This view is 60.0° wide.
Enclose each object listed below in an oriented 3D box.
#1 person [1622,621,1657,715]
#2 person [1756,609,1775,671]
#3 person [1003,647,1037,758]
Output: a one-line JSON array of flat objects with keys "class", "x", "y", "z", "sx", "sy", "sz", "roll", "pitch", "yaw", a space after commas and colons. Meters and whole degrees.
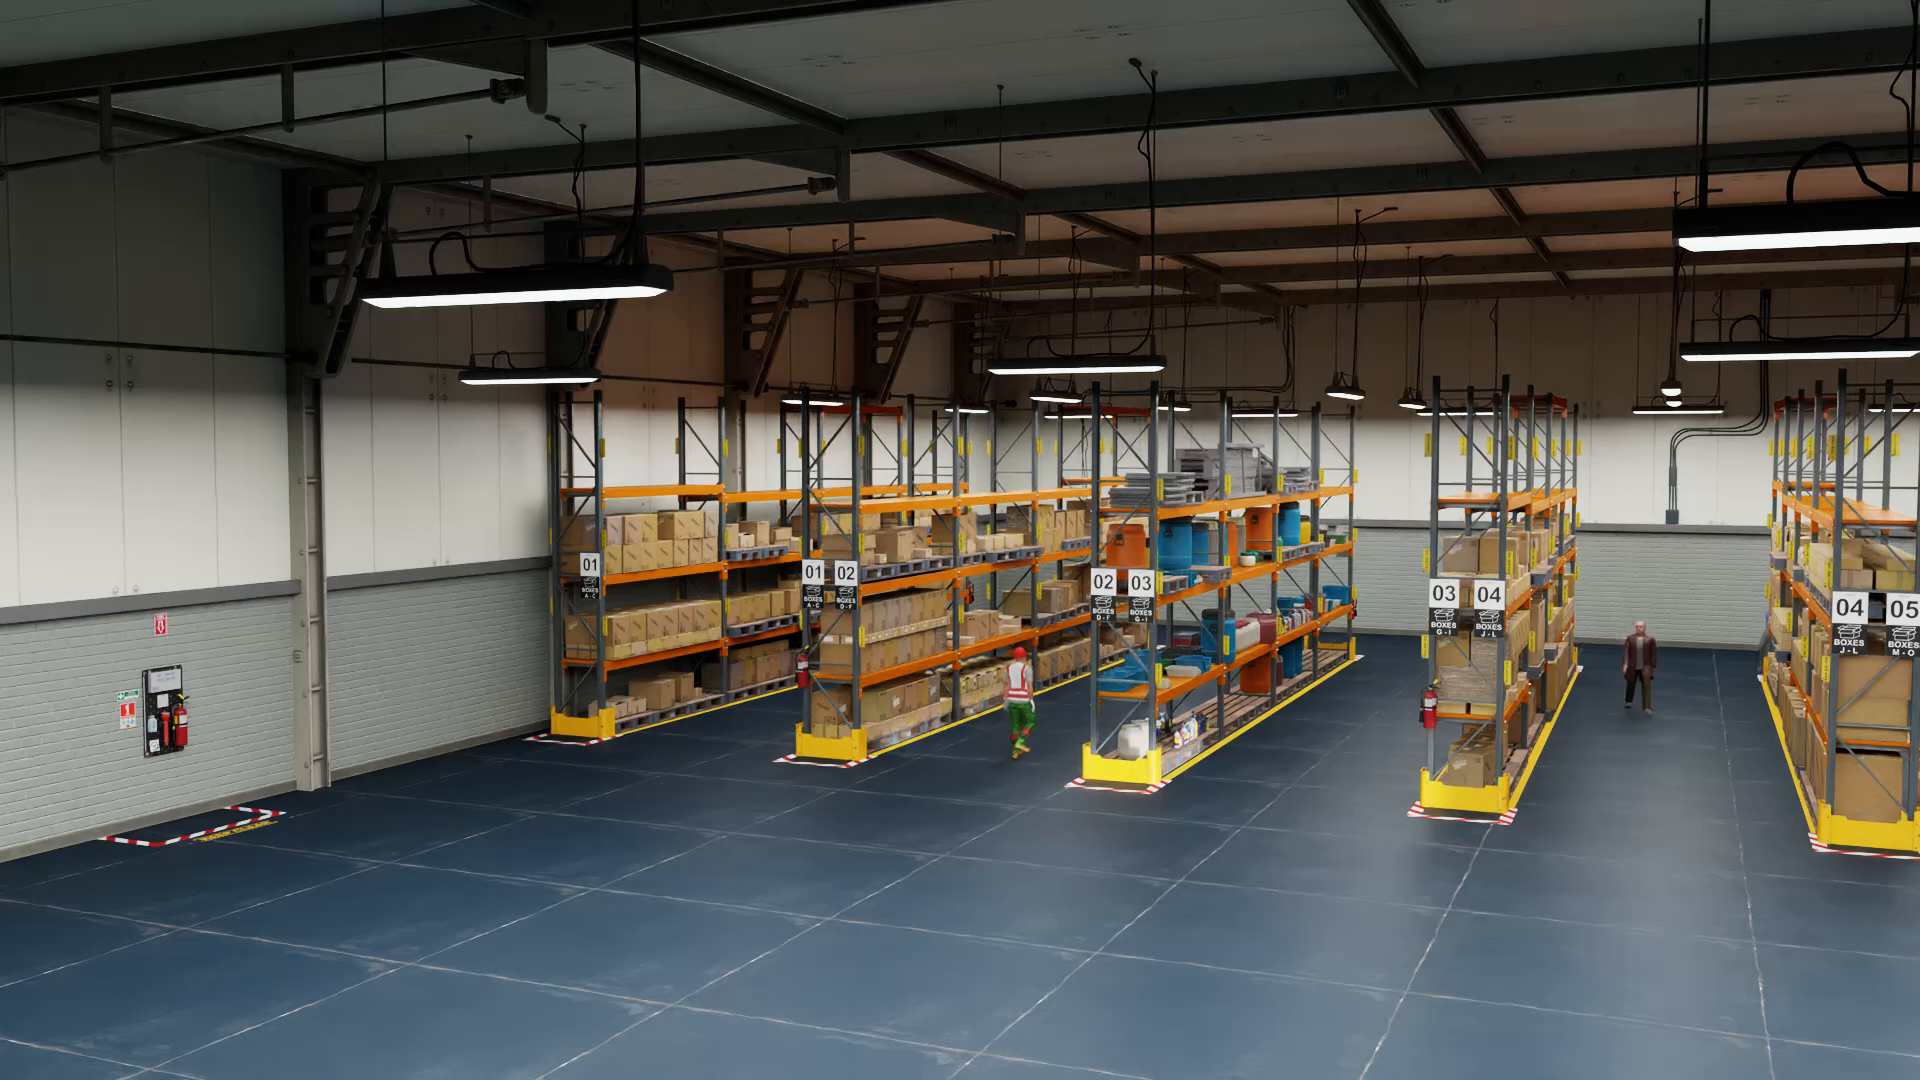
[{"class": "person", "x": 12.779, "y": 2.388, "z": 31.268, "sx": 0.628, "sy": 1.727, "sz": 1.143, "roll": 1, "pitch": 3, "yaw": 14}, {"class": "person", "x": 18.268, "y": 2.135, "z": 37.398, "sx": 0.594, "sy": 1.722, "sz": 0.480, "roll": -2, "pitch": 4, "yaw": -29}, {"class": "person", "x": 0.946, "y": 2.620, "z": 26.907, "sx": 0.584, "sy": 1.782, "sz": 0.457, "roll": 2, "pitch": 4, "yaw": 35}]
